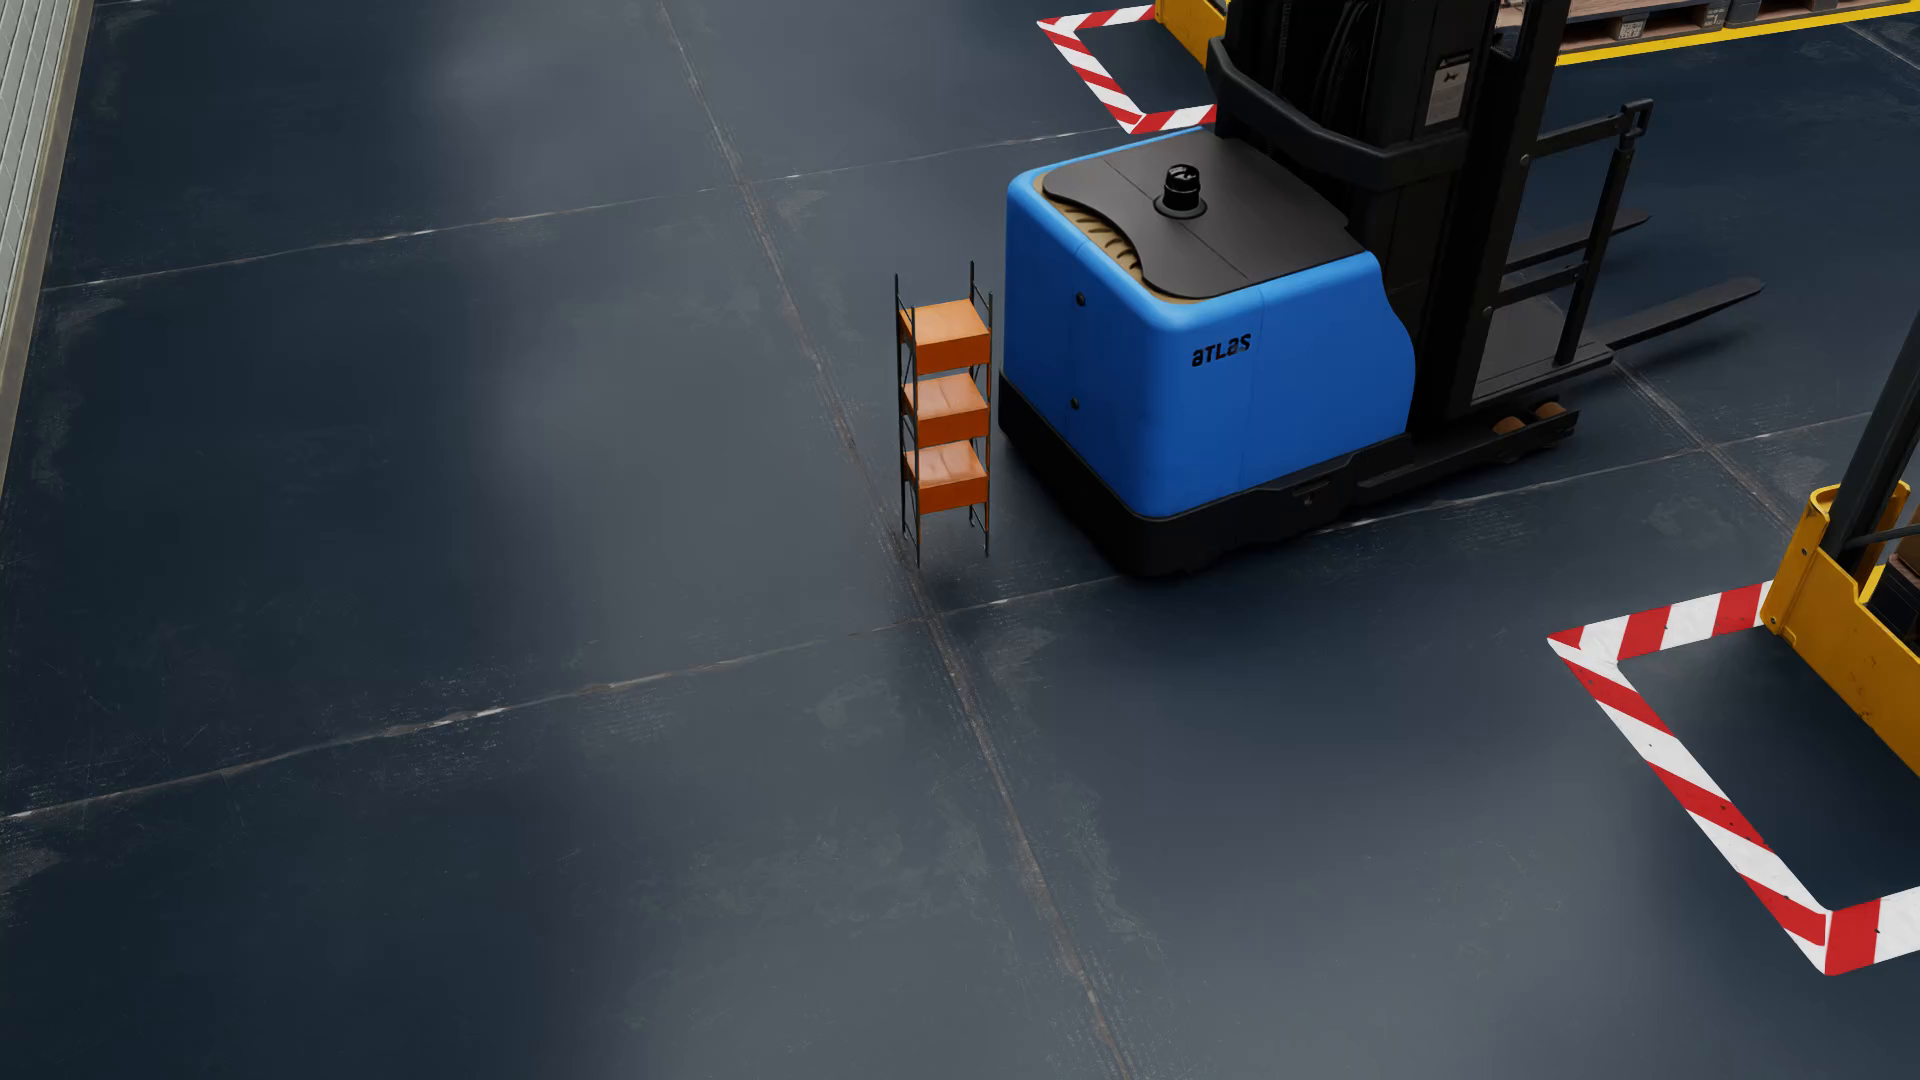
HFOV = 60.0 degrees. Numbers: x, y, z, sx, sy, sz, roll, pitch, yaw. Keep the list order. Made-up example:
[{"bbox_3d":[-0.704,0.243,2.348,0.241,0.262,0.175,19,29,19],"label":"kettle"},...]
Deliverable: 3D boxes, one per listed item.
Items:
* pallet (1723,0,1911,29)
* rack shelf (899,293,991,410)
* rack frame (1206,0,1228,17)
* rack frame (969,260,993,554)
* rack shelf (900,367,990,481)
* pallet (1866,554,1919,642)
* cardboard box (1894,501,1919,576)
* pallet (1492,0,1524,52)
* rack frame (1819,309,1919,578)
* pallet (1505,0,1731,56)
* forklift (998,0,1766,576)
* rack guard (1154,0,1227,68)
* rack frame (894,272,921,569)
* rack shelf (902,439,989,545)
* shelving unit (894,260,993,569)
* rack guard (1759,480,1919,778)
[{"bbox_3d":[4.517,-3.231,9.287,1.213,0.211,1.003,-12,42,-13],"label":"pallet"},{"bbox_3d":[-0.051,-0.591,5.213,0.240,0.259,0.215,-12,42,-13],"label":"rack shelf"},{"bbox_3d":[1.391,-3.660,7.659,0.127,3.000,1.000,-12,42,-13],"label":"rack frame"},{"bbox_3d":[0.065,-0.409,5.420,0.008,1.050,0.200,-12,42,-13],"label":"rack frame"},{"bbox_3d":[-0.051,-0.377,5.399,0.240,0.259,0.215,-12,42,-13],"label":"rack shelf"},{"bbox_3d":[3.708,0.327,5.216,1.213,0.211,1.003,-12,42,-13],"label":"pallet"},{"bbox_3d":[3.320,-0.037,5.078,0.500,0.500,0.500,-12,42,-13],"label":"cardboard box"},{"bbox_3d":[2.190,-2.748,8.735,1.213,0.211,1.003,-12,42,-13],"label":"pallet"},{"bbox_3d":[2.876,-0.551,4.100,0.127,3.000,1.000,-12,42,-13],"label":"rack frame"},{"bbox_3d":[3.351,-2.987,9.008,1.213,0.211,1.003,-12,42,-13],"label":"pallet"},{"bbox_3d":[1.688,-1.674,5.438,3.031,2.935,1.130,-19,45,-21],"label":"forklift"},{"bbox_3d":[1.372,-2.706,8.467,0.348,0.500,1.175,-12,42,-13],"label":"rack guard"},{"bbox_3d":[-0.167,-0.361,5.365,0.008,1.050,0.200,-12,42,-13],"label":"rack frame"},{"bbox_3d":[-0.051,-0.168,5.582,0.240,0.259,0.215,-12,42,-13],"label":"rack shelf"},{"bbox_3d":[-0.051,-0.385,5.392,0.252,1.050,0.215,-12,42,-13],"label":"shelving unit"},{"bbox_3d":[2.948,0.376,4.940,0.348,0.500,1.175,-12,42,-13],"label":"rack guard"}]
